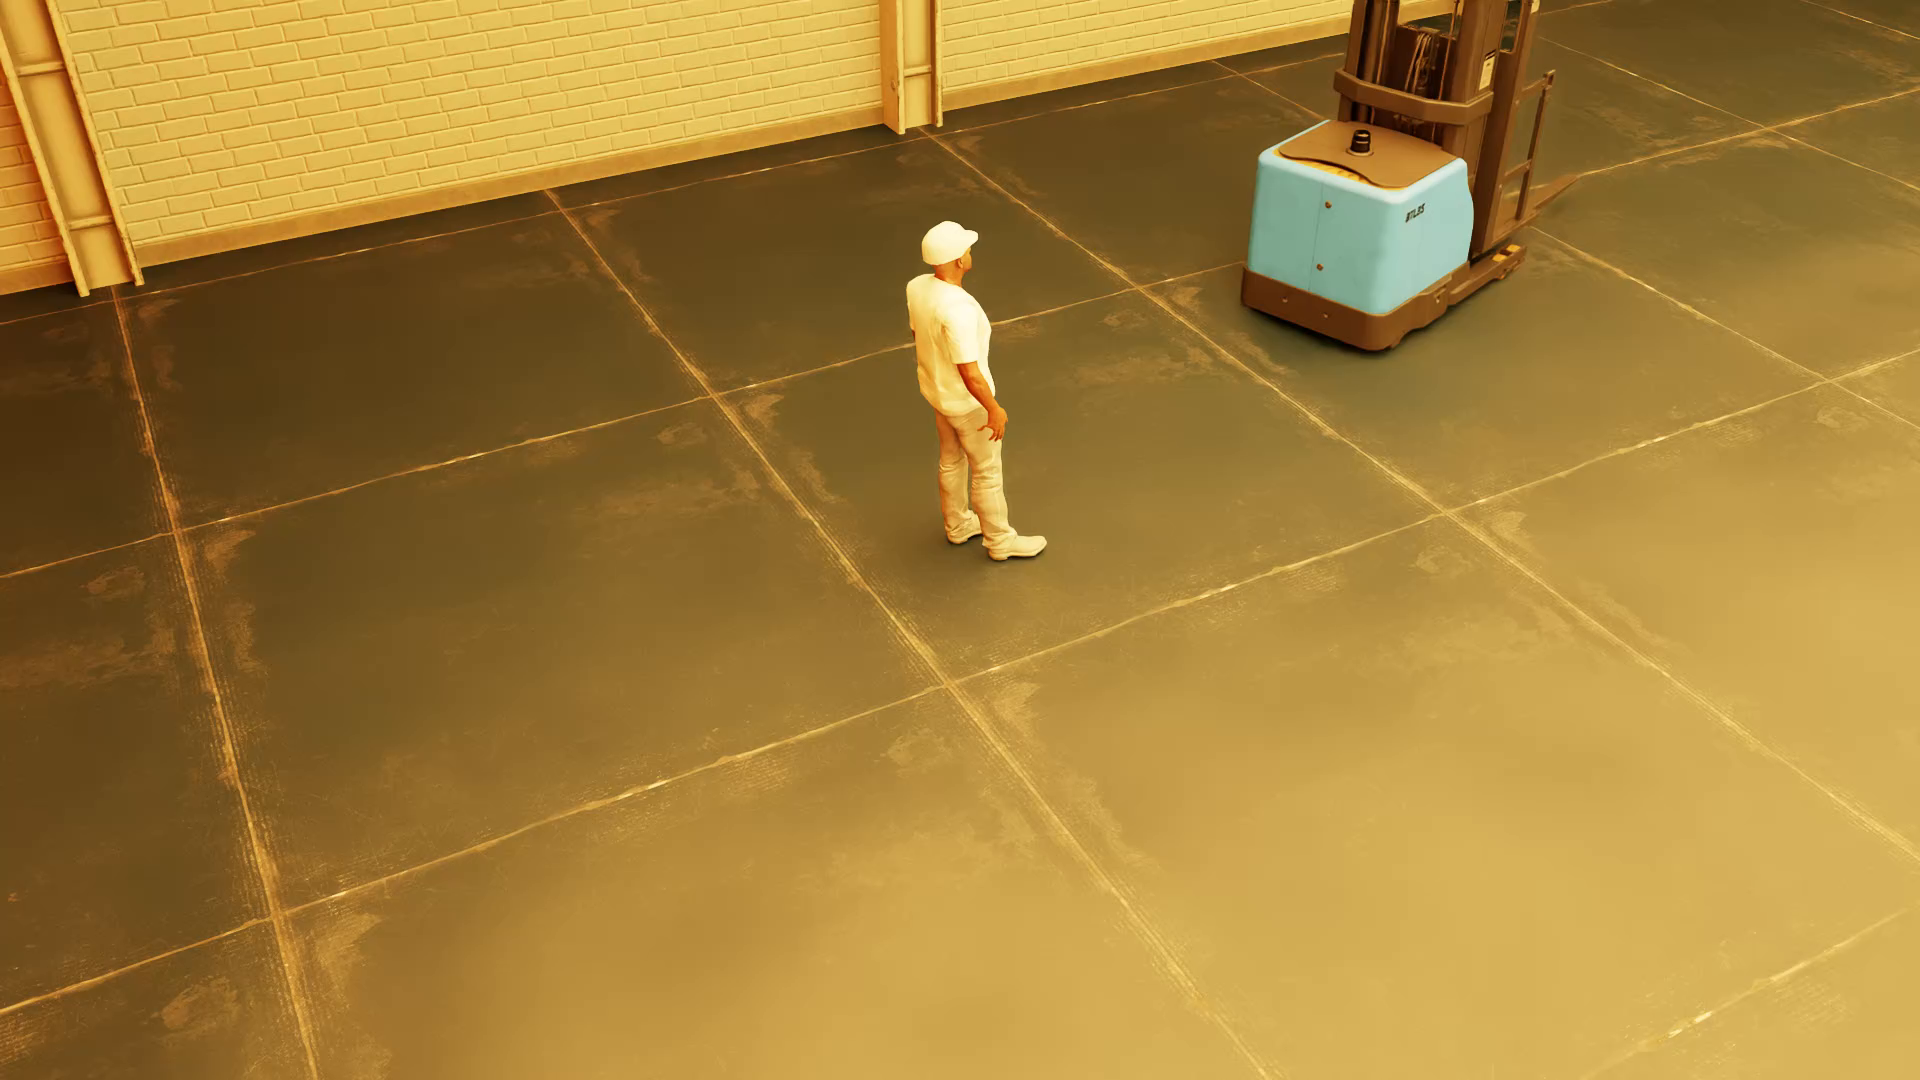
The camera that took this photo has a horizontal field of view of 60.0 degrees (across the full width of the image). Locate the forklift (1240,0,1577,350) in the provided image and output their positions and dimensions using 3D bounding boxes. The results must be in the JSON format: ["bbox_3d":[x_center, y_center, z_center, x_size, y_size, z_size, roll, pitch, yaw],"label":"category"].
[{"bbox_3d":[3.177,-3.119,10.536,1.130,2.935,3.031,28,44,34],"label":"forklift"}]

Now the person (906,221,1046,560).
[{"bbox_3d":[0.065,-0.743,8.171,0.575,1.768,0.665,-17,39,-23],"label":"person"}]
